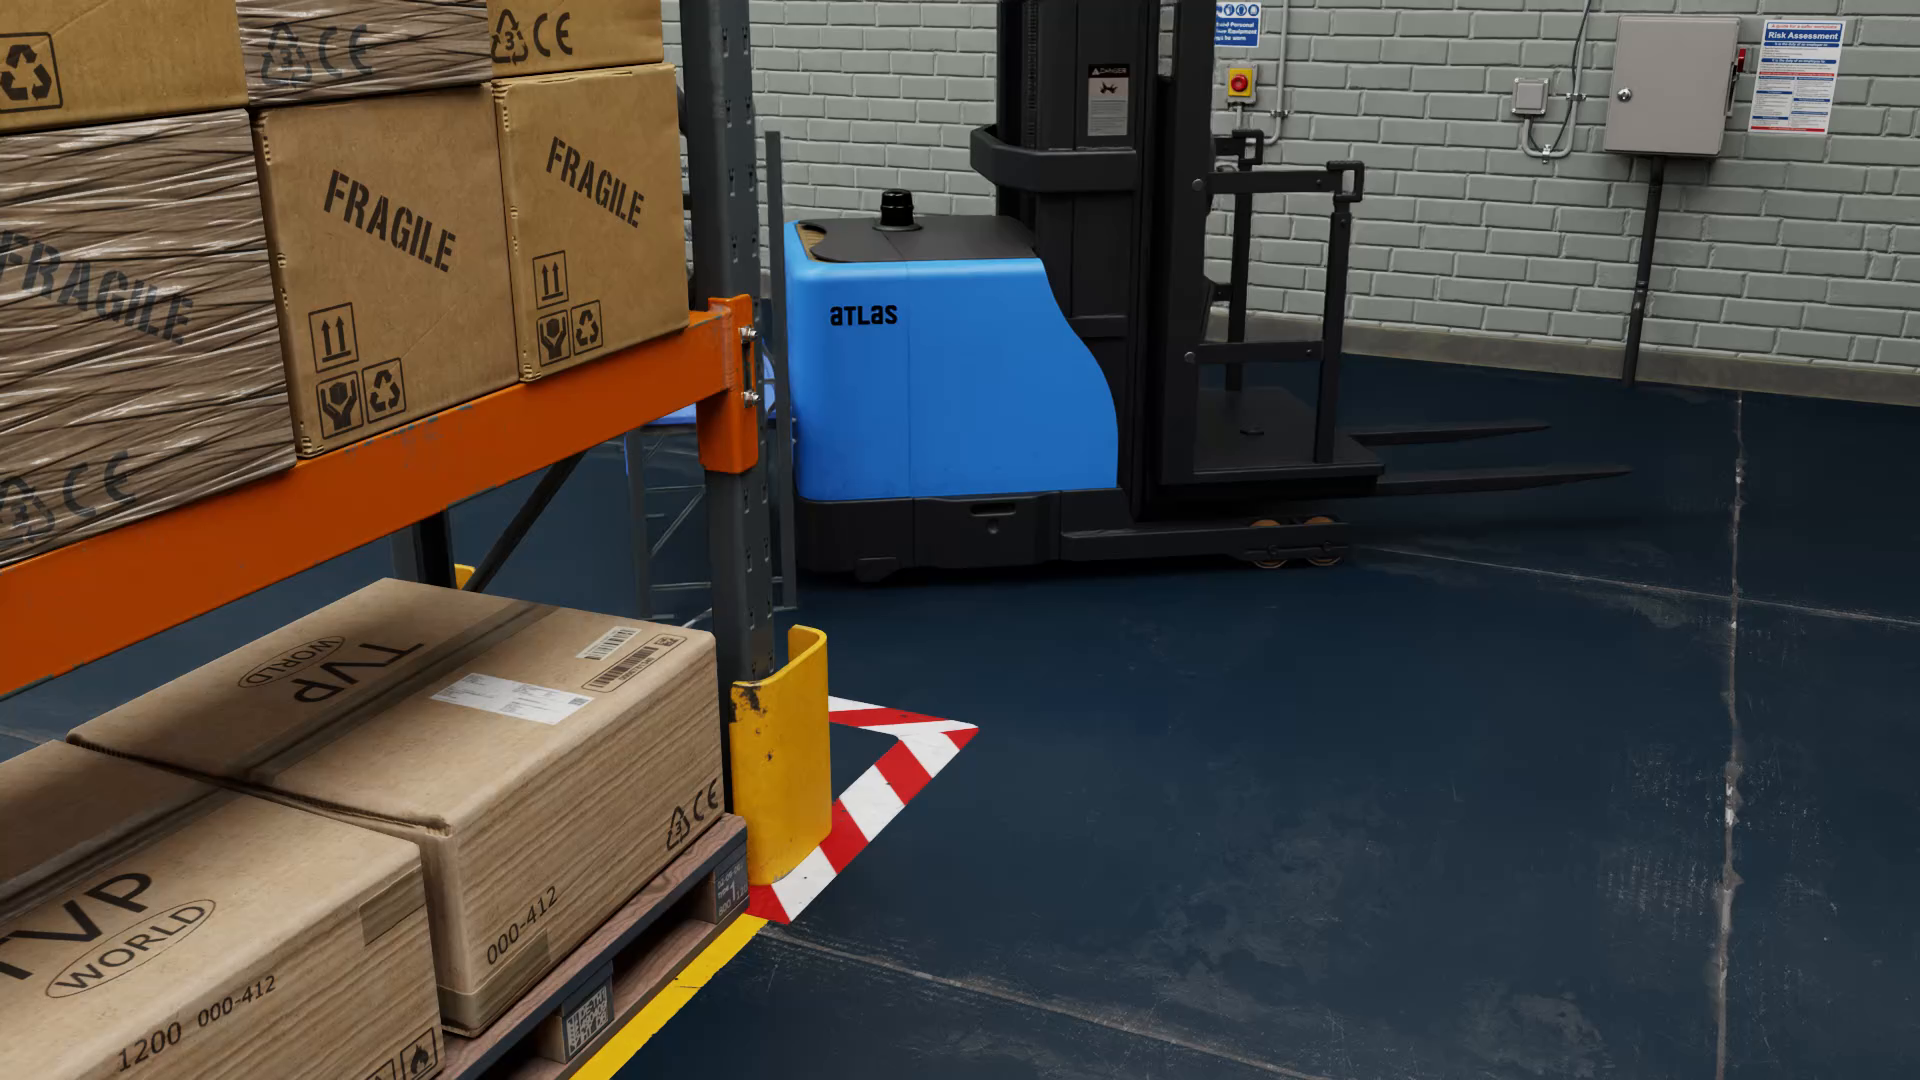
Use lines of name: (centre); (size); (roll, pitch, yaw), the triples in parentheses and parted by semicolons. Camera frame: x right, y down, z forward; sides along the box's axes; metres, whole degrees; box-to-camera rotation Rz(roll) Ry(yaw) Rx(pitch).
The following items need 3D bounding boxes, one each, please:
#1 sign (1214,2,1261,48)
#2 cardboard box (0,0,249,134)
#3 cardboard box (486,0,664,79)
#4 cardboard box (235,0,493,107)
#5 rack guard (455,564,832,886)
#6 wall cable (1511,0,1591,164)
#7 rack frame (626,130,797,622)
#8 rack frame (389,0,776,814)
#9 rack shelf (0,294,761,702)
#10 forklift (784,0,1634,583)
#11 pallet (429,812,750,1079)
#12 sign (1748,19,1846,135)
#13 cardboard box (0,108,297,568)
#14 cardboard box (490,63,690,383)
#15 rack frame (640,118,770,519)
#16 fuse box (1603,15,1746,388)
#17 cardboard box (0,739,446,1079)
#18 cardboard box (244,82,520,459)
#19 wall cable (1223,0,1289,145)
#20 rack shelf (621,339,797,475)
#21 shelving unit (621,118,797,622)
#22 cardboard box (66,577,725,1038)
sign: (1.368, -2.627, 8.476); (0.327, 0.218, 0.001); (9, 21, 23)
cardboard box: (-1.274, -0.771, 2.019); (0.500, 0.500, 0.500); (8, 21, 22)
cardboard box: (-0.881, -1.086, 2.904); (0.500, 0.500, 0.500); (9, 22, 24)
cardboard box: (-1.068, -0.922, 2.443); (0.500, 0.500, 0.500); (9, 21, 23)
rack guard: (-0.891, 0.423, 4.034); (1.175, 0.500, 0.348); (9, 21, 23)
wall cable: (2.686, -2.762, 7.743); (0.588, 1.984, 0.122); (9, 21, 23)
rack frame: (-0.770, -0.469, 5.049); (0.500, 1.500, 0.032); (-4, 20, -11)
rack frame: (-0.901, -0.748, 3.594); (1.000, 3.000, 0.127); (9, 21, 23)
rack shelf: (-1.720, 0.203, 1.996); (1.077, 0.370, 4.000); (9, 21, 23)
forklift: (0.890, -1.453, 5.681); (3.031, 2.935, 1.130); (-3, 20, -8)
pallet: (-1.157, 0.821, 3.344); (1.003, 0.211, 1.213); (9, 21, 23)
sign: (3.779, -2.092, 7.518); (0.329, 0.494, 0.001); (9, 21, 23)
cardboard box: (-1.278, -0.301, 2.189); (0.500, 0.500, 0.500); (9, 22, 24)
cardboard box: (-0.857, -0.611, 3.061); (0.500, 0.500, 0.500); (9, 21, 23)
rack frame: (-0.967, -0.803, 5.988); (0.500, 1.500, 0.032); (-4, 20, -11)
fuse box: (3.244, -1.535, 7.730); (0.539, 1.711, 0.414); (9, 21, 23)
cardboard box: (-1.447, 0.758, 2.558); (0.875, 0.438, 0.875); (9, 22, 24)
cardboard box: (-1.076, -0.460, 2.635); (0.500, 0.500, 0.500); (8, 21, 22)
wall cable: (1.387, -2.968, 8.275); (0.585, 1.953, 0.123); (9, 21, 23)
rack shelf: (-0.868, -0.466, 5.579); (0.538, 0.185, 1.000); (-4, 20, -11)
shelving unit: (-0.868, -0.636, 5.518); (0.538, 1.500, 1.048); (-4, 20, -11)
cardboard box: (-1.080, 0.477, 3.348); (0.875, 0.438, 0.875); (8, 21, 21)
